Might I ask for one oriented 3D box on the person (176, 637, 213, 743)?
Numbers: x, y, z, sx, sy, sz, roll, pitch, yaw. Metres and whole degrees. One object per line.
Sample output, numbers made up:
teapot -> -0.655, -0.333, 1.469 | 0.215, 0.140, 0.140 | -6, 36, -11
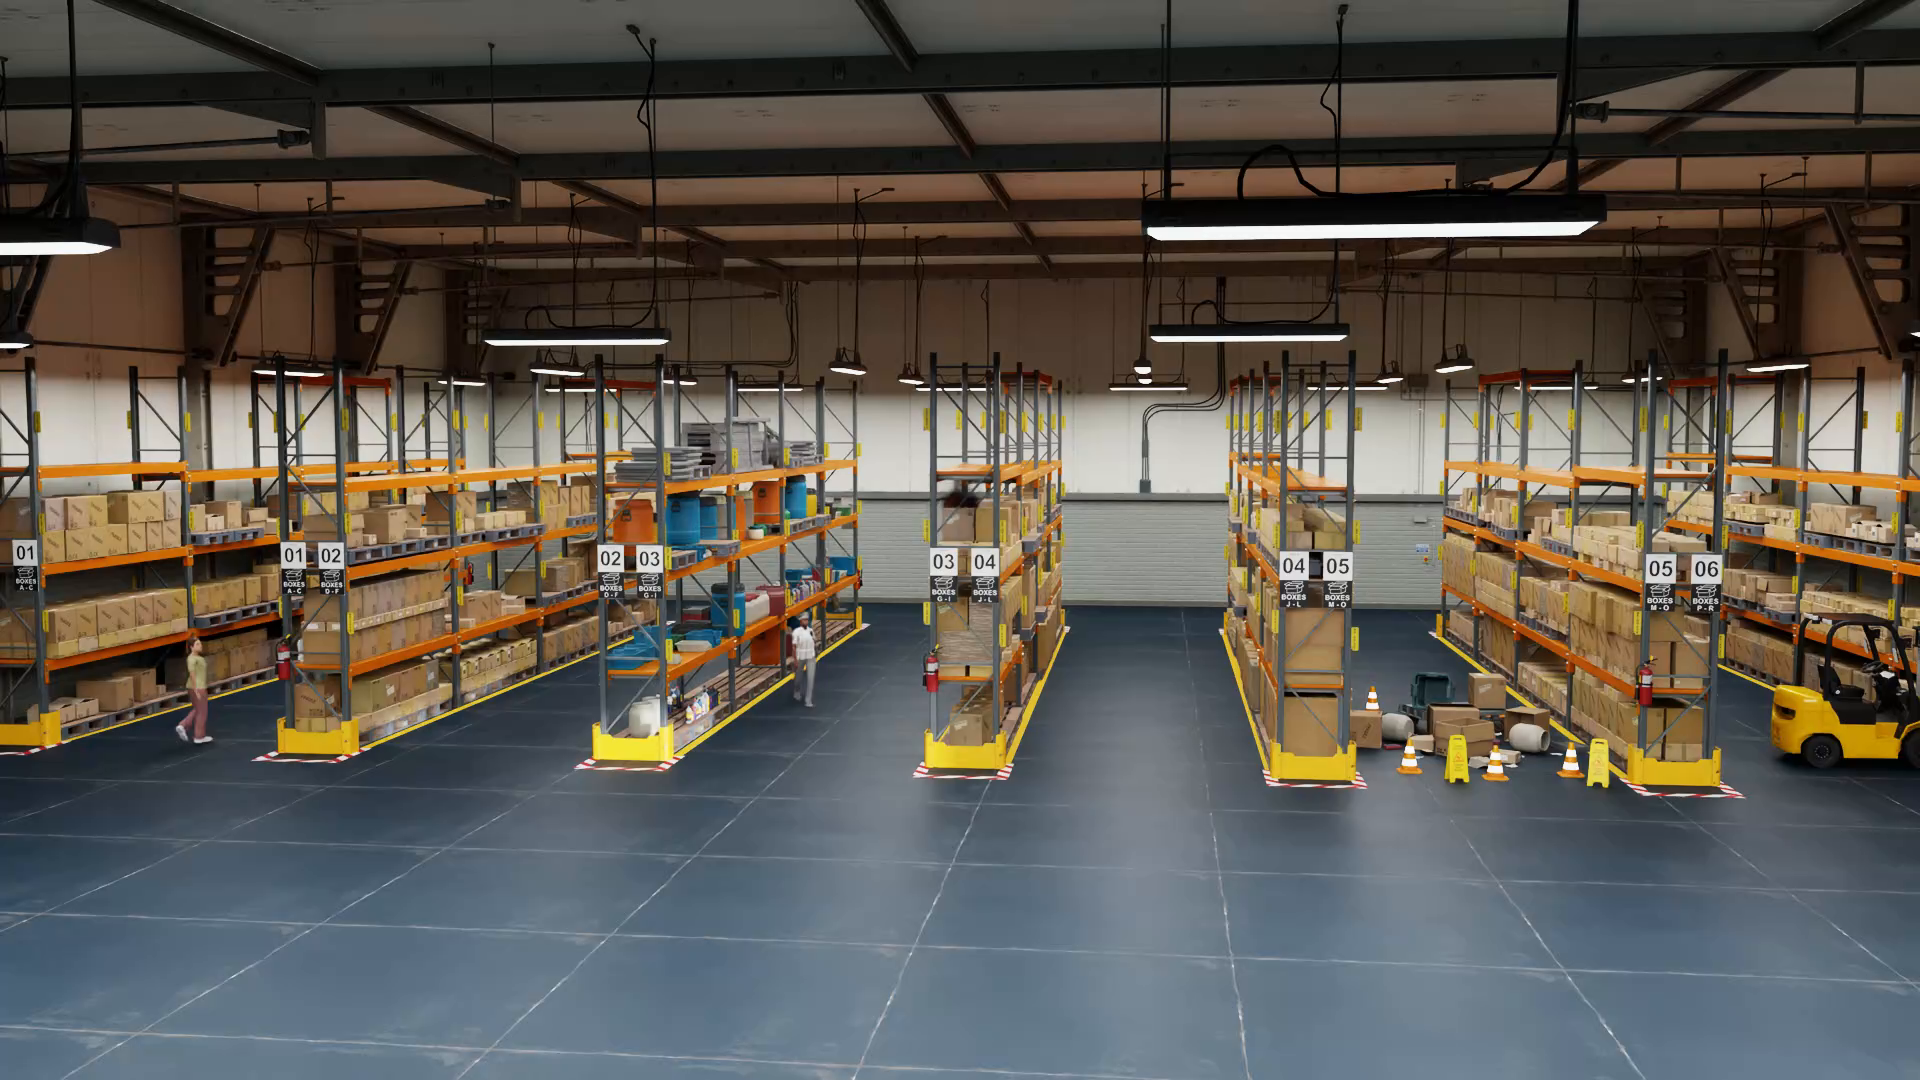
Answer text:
person -> -11.898, 2.331, 25.817 | 0.442, 1.661, 0.536 | 3, 5, 40

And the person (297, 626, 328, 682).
person -> -10.963, 2.225, 28.177 | 0.463, 1.612, 0.416 | -4, 5, -41

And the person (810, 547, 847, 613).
person -> -3.523, 1.103, 43.664 | 1.137, 1.638, 0.695 | 2, 4, 25

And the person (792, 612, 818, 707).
person -> -2.748, 2.086, 29.392 | 0.457, 1.645, 0.846 | -1, 4, -10
